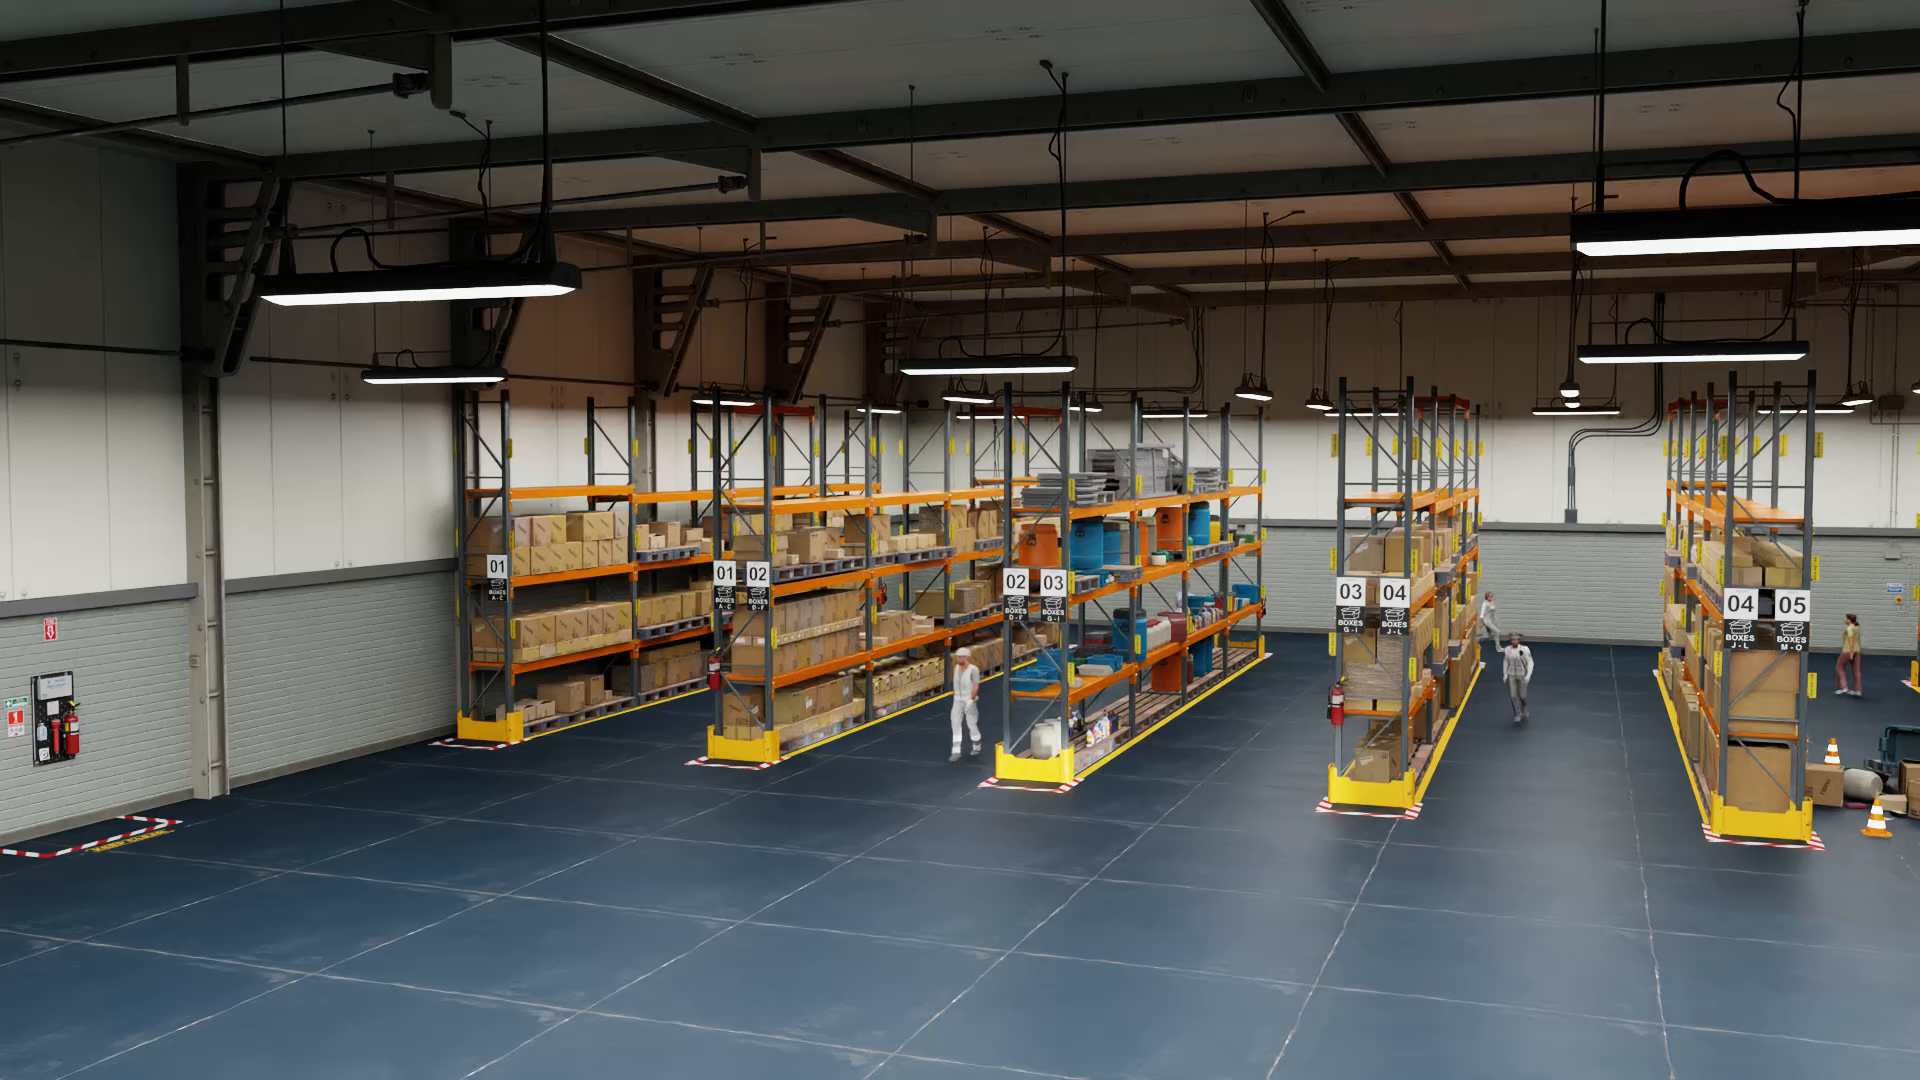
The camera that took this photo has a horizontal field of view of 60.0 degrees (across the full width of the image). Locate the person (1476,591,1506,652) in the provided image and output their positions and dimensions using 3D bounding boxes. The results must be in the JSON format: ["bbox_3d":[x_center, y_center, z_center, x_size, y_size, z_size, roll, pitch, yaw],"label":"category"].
[{"bbox_3d":[13.051,1.998,40.985,0.399,1.471,0.962,-3,4,-43],"label":"person"}]

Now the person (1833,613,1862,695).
[{"bbox_3d":[18.089,2.331,33.682,0.458,1.695,0.570,-1,3,-11],"label":"person"}]

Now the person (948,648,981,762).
[{"bbox_3d":[0.051,2.648,26.827,0.564,1.818,0.760,2,4,33],"label":"person"}]

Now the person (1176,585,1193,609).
[{"bbox_3d":[5.700,1.879,42.122,0.498,1.575,1.034,1,3,18],"label":"person"}]

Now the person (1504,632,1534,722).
[{"bbox_3d":[10.289,2.498,30.608,0.550,1.655,0.564,2,4,34],"label":"person"}]
